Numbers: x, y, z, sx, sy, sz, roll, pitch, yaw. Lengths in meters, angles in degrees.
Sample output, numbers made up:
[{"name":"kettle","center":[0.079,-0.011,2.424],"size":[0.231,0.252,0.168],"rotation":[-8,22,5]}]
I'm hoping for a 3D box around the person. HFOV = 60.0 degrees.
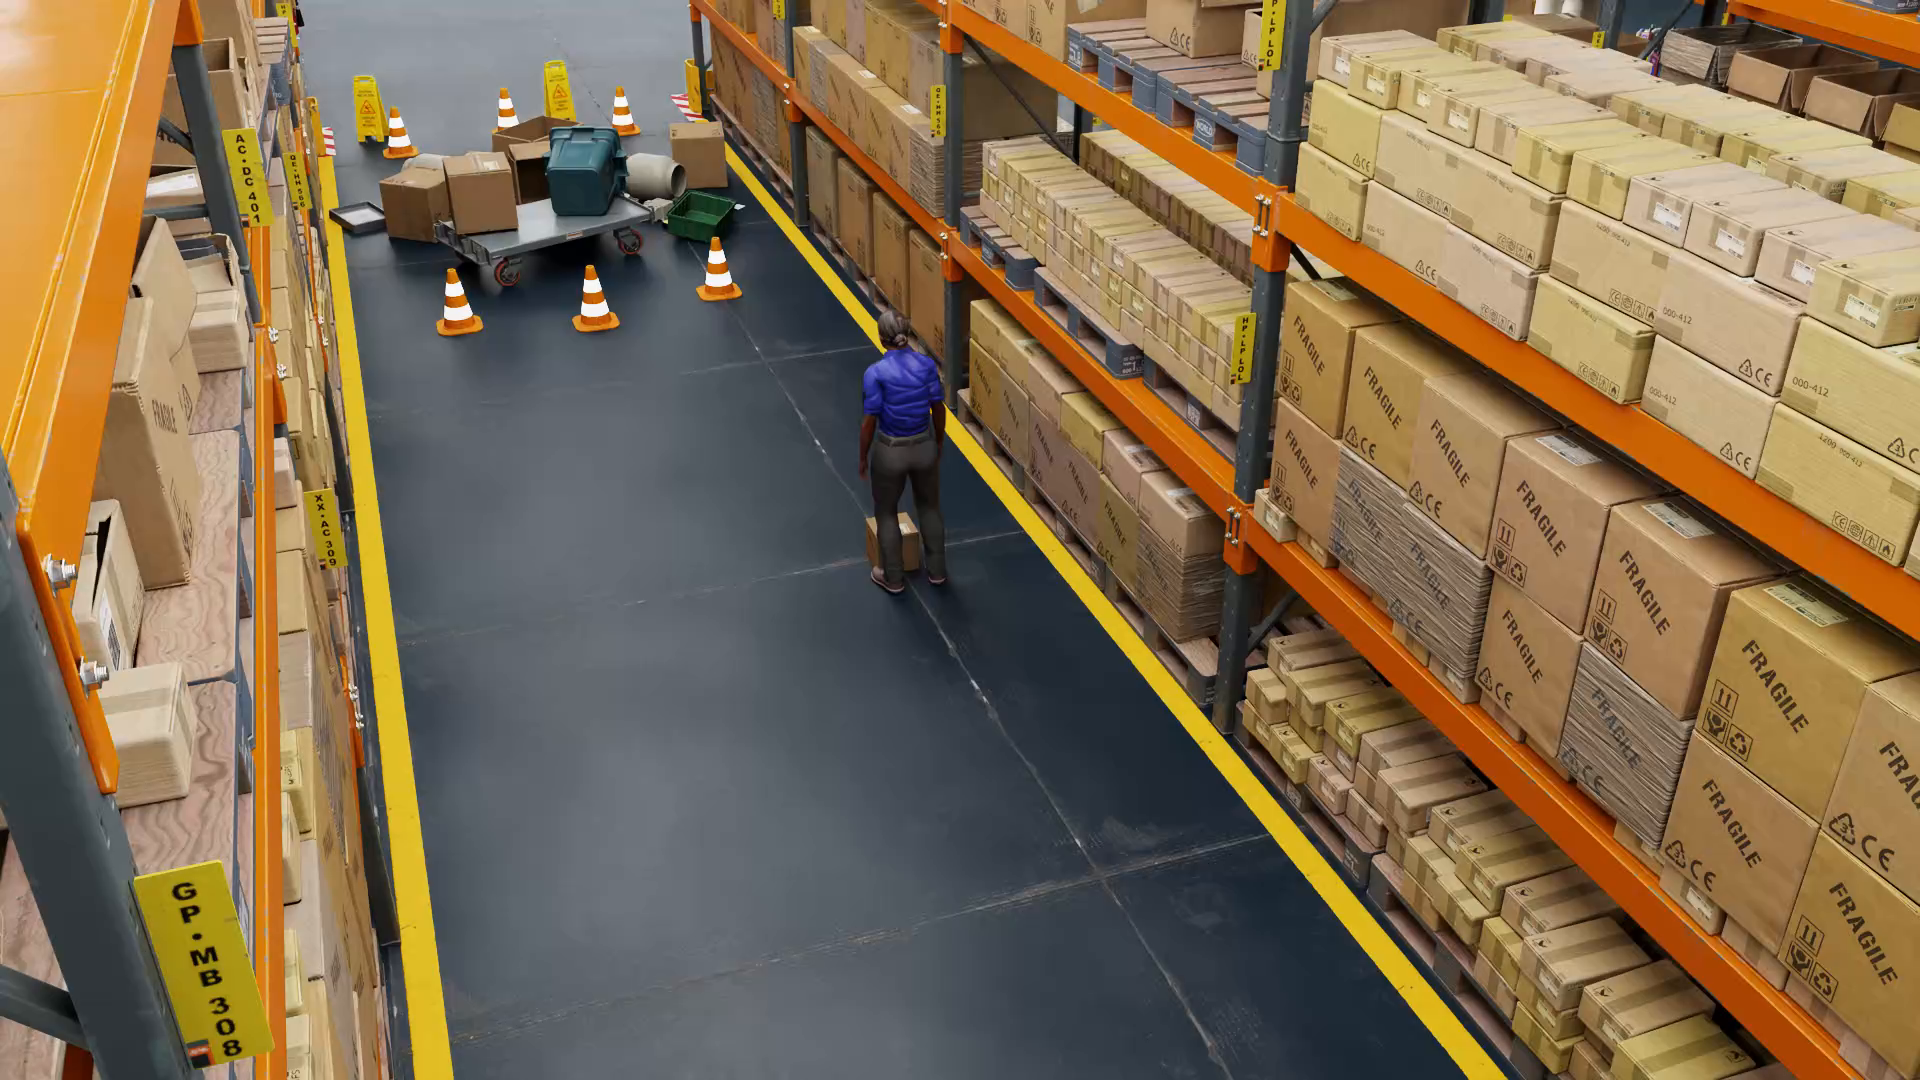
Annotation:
[{"name":"person","center":[-0.305,-0.479,9.171],"size":[0.527,1.655,0.348],"rotation":[-12,32,-19]}]
